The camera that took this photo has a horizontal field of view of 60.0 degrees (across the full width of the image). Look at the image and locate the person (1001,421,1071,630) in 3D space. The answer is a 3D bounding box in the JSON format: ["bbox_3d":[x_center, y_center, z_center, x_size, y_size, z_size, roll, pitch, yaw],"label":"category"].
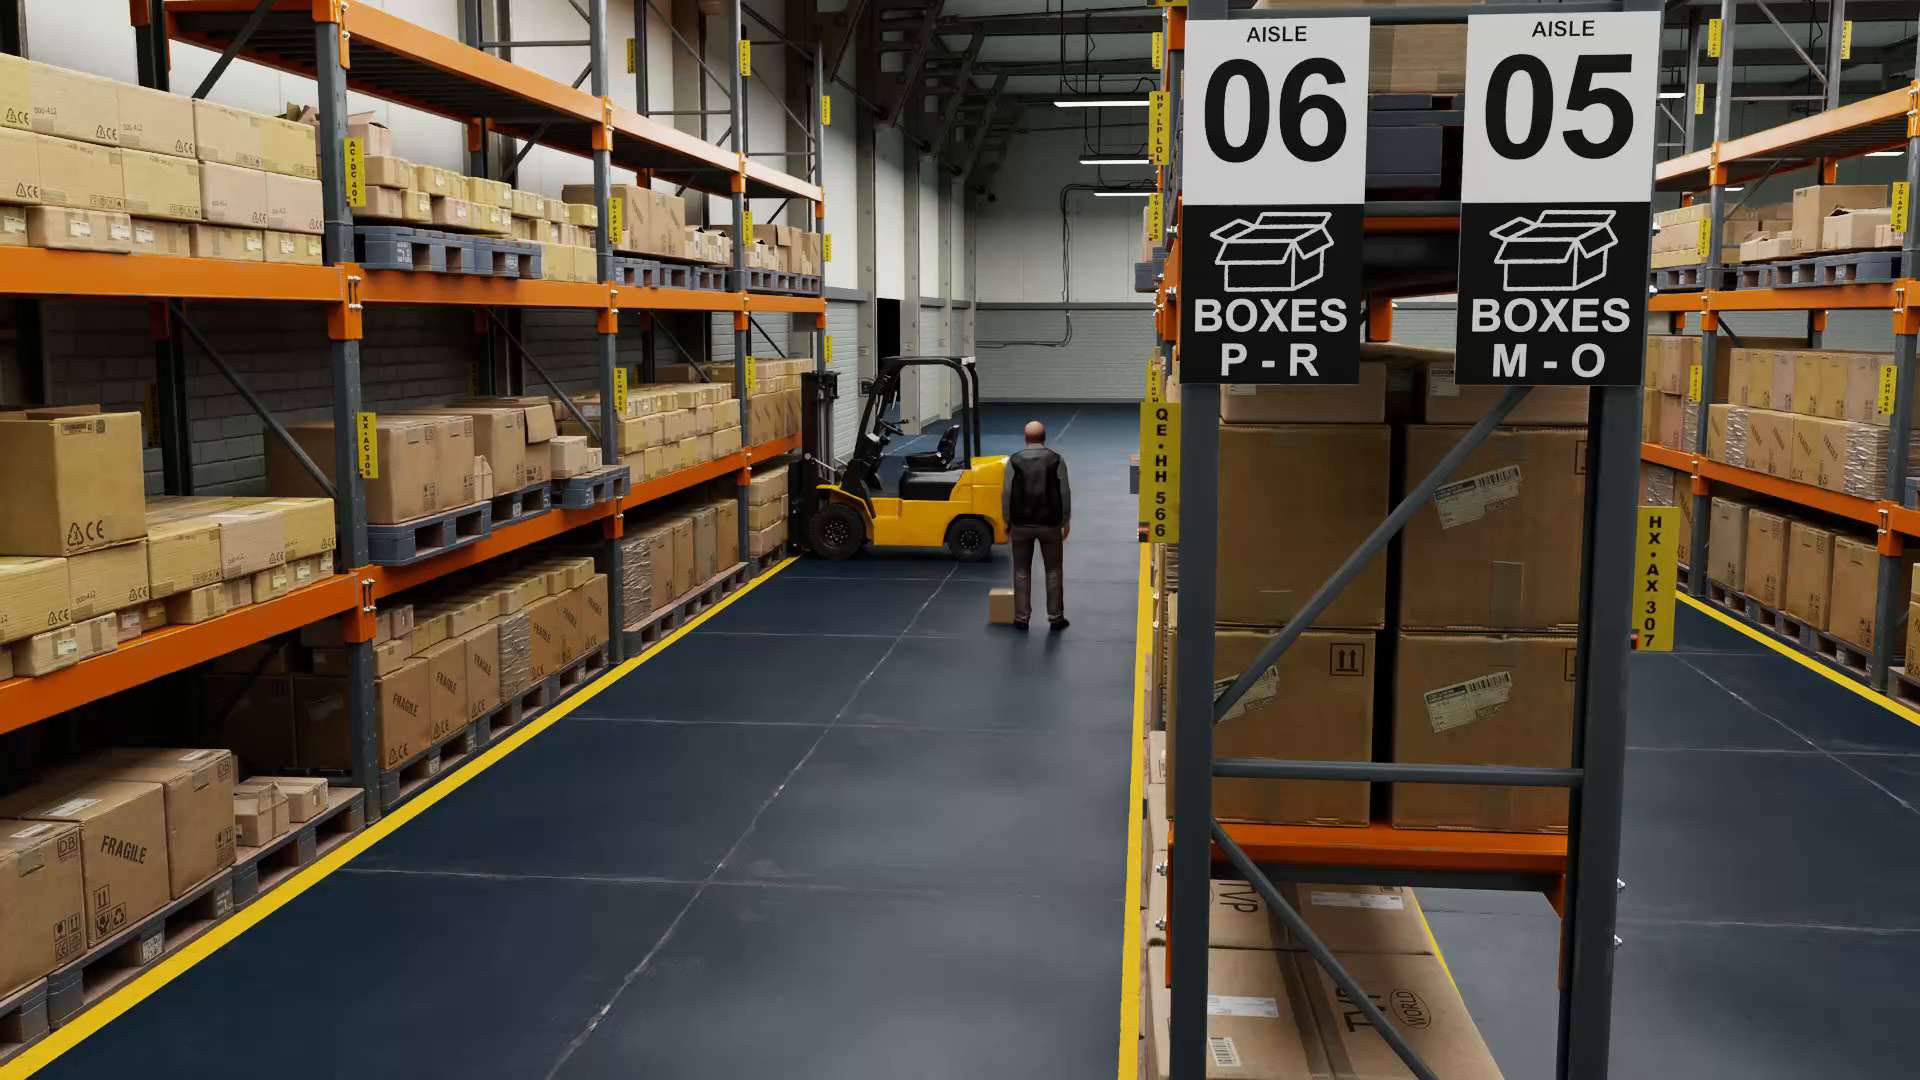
[{"bbox_3d":[0.631,-0.118,13.781,0.576,1.720,0.418,1,8,4],"label":"person"}]
